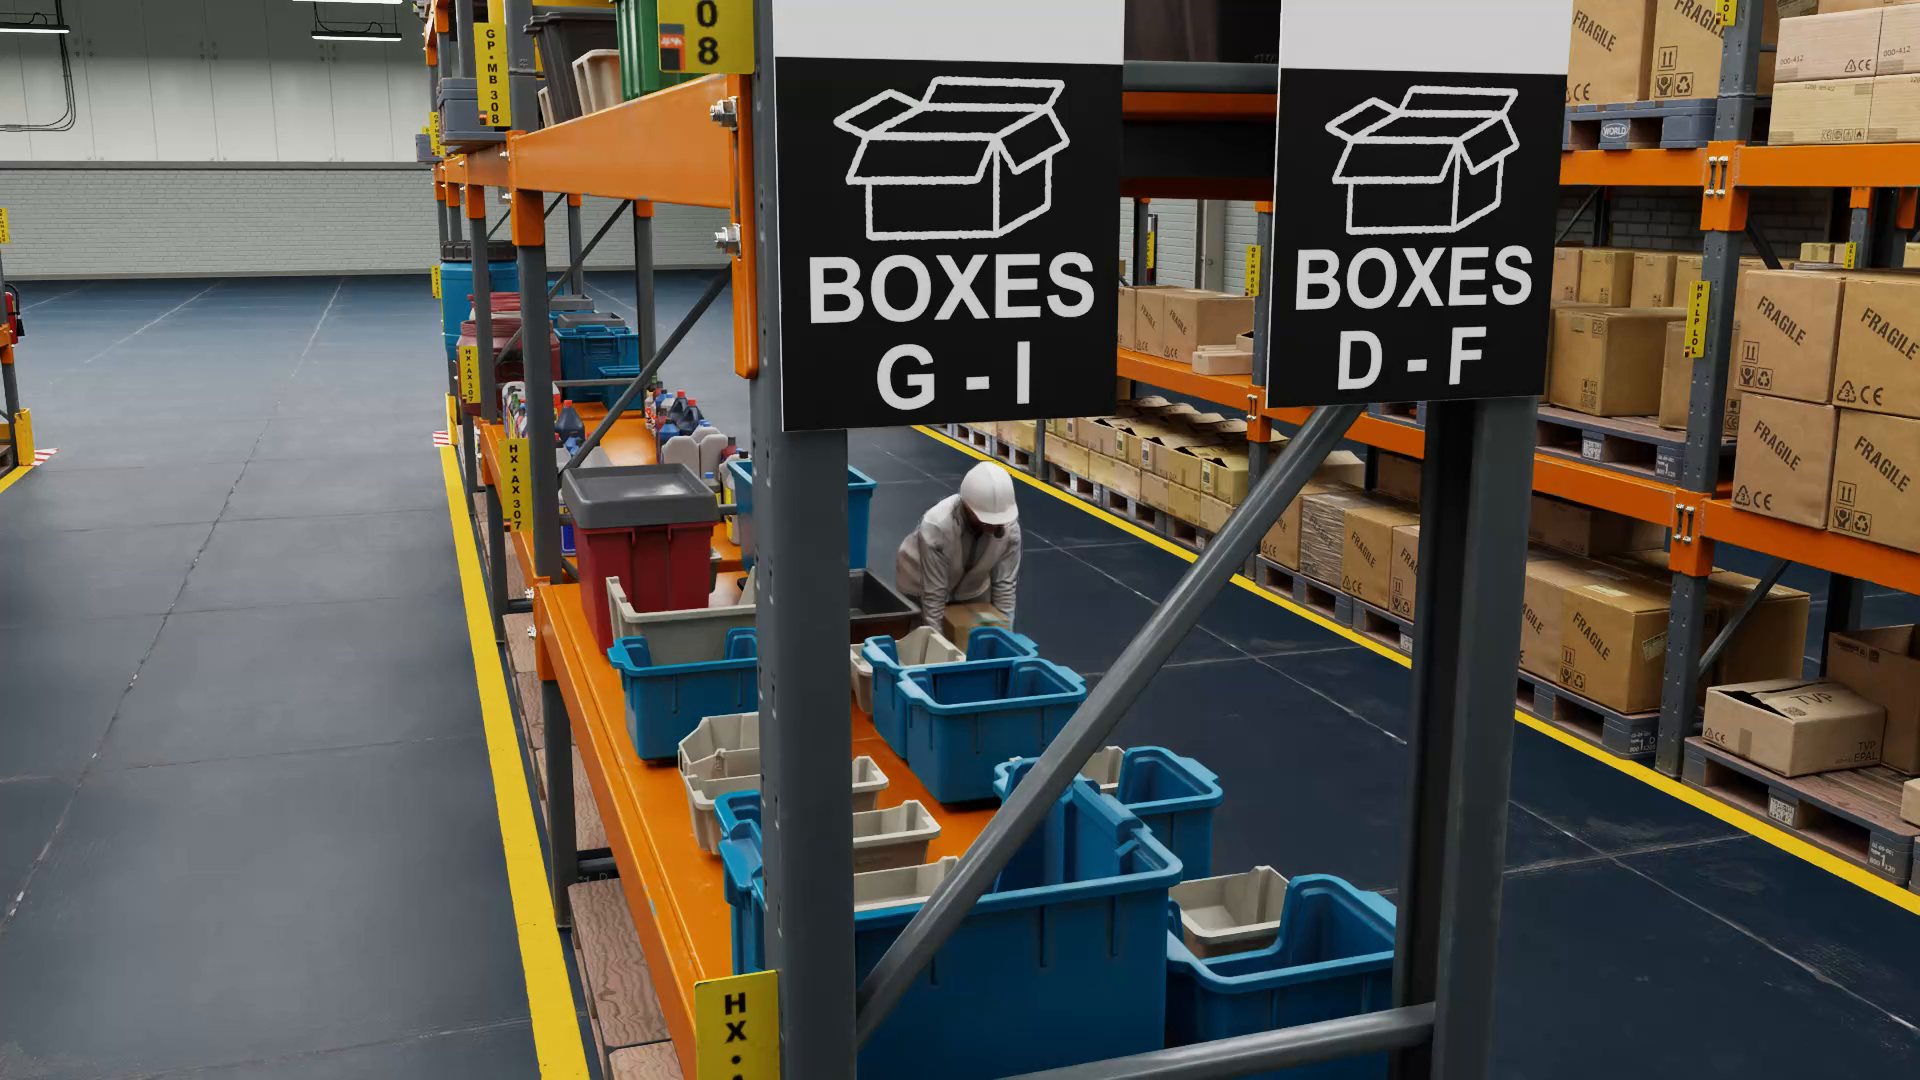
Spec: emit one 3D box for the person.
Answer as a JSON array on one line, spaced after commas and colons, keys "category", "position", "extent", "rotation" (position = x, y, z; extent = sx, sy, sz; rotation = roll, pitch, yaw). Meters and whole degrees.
[{"category": "person", "position": [0.017, 0.367, 7.312], "extent": [0.469, 1.527, 0.841], "rotation": [-4, 13, -19]}]
